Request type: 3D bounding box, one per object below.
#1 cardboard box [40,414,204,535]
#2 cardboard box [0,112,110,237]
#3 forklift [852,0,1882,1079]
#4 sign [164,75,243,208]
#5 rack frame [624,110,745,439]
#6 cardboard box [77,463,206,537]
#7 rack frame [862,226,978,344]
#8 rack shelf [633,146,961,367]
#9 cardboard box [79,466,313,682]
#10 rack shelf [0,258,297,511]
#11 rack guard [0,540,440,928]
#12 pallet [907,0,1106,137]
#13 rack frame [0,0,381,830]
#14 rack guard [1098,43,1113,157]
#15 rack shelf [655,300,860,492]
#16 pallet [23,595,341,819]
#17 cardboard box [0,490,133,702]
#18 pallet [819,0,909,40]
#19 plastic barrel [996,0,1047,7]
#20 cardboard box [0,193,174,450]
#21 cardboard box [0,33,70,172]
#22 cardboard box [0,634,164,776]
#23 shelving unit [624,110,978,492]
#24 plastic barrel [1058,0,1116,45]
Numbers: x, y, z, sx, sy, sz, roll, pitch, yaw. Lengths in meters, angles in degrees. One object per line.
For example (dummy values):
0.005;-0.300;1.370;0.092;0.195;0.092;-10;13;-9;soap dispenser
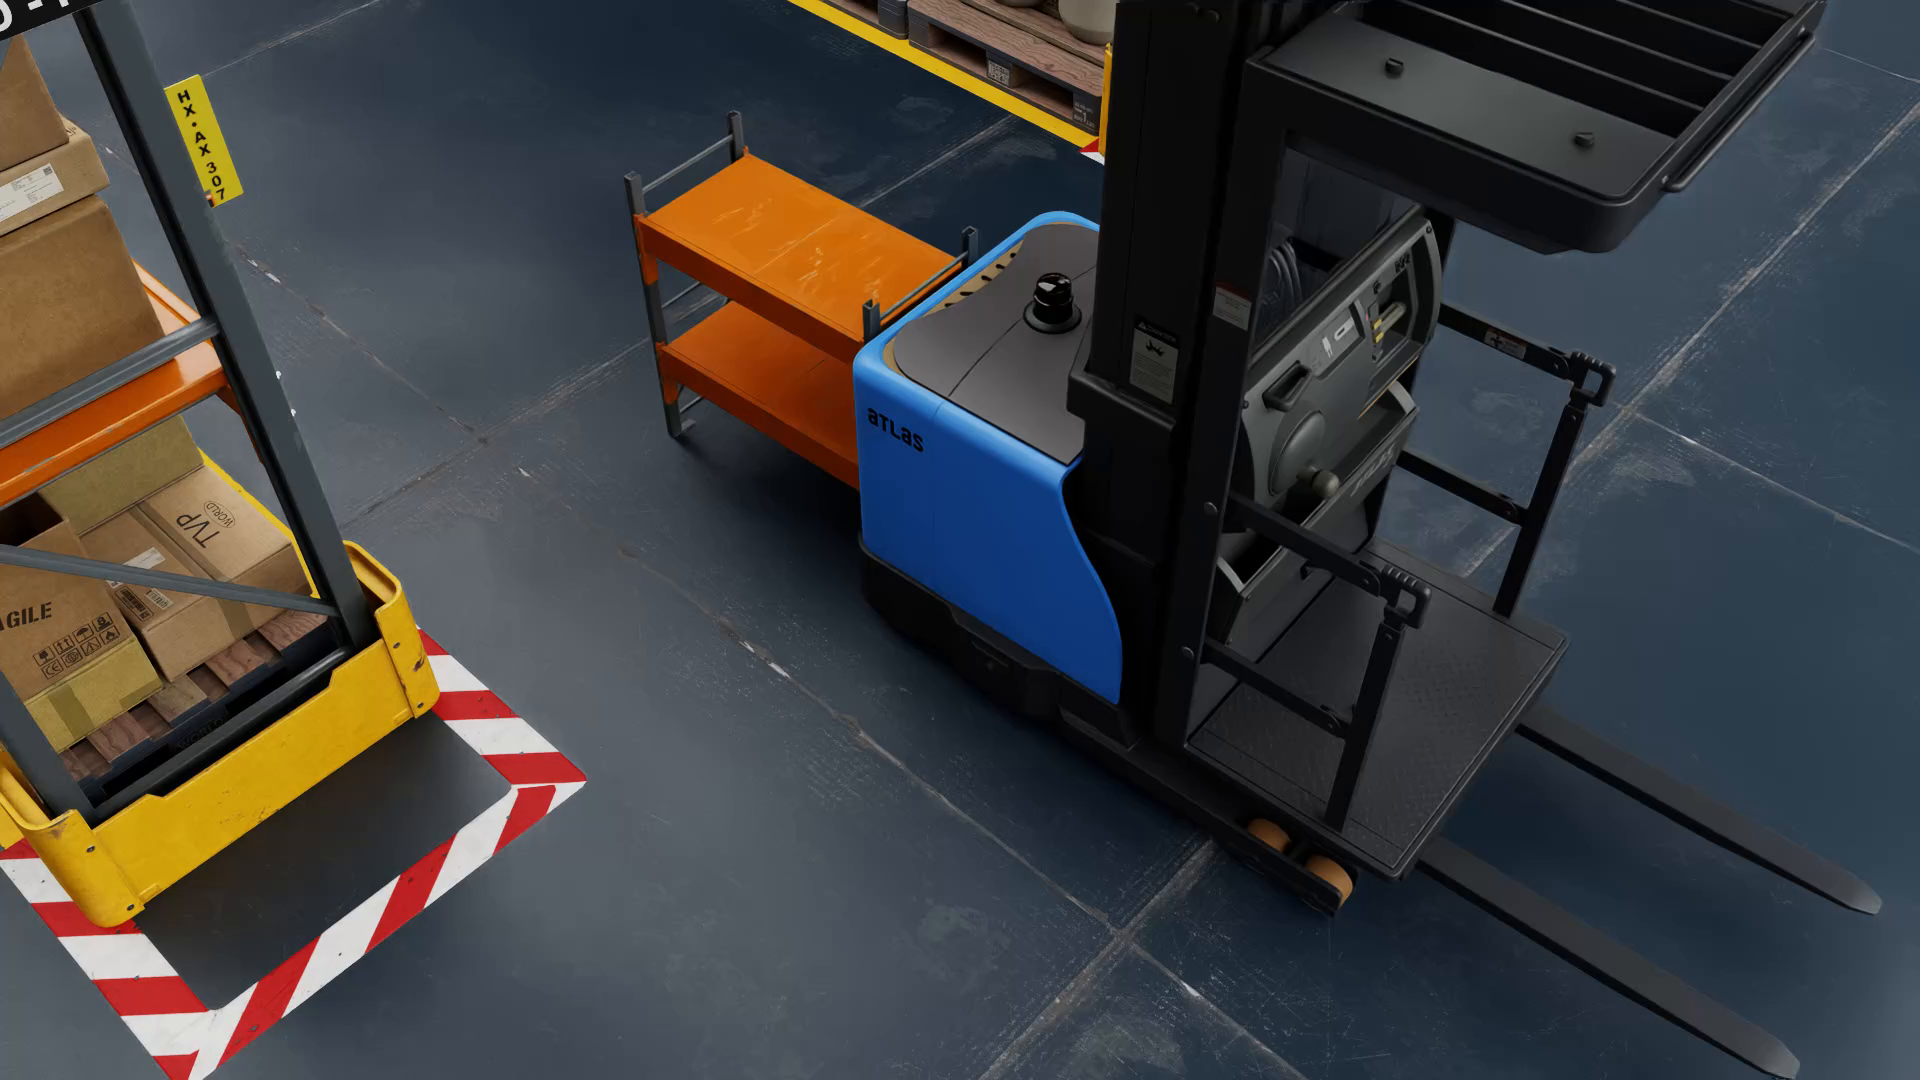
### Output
-2.779;-0.406;5.157;0.500;0.500;0.500;34;55;28;cardboard box
-2.309;-0.882;4.007;0.250;0.149;0.380;34;55;27;cardboard box
1.131;-0.384;4.100;3.031;2.935;1.130;31;54;26;forklift
-1.786;-0.934;3.921;0.005;0.325;0.100;34;55;28;sign
-0.901;-0.905;5.828;0.032;1.125;0.500;31;54;26;rack frame
-2.780;-0.149;5.430;0.500;0.250;0.500;34;55;28;cardboard box
-0.116;-0.434;5.386;0.032;1.125;0.500;31;54;26;rack frame
-0.508;-0.870;5.393;1.000;0.278;0.538;31;54;26;rack shelf
-2.410;0.097;5.200;0.500;0.250;0.500;34;55;28;cardboard box
-3.636;-1.059;5.180;4.000;0.370;1.077;34;55;28;rack shelf
-2.149;0.551;4.890;0.348;0.500;1.175;34;55;28;rack guard
0.514;-2.431;7.887;1.213;0.211;1.003;34;55;28;pallet
-2.167;-0.316;3.989;0.127;3.000;1.000;34;55;28;rack frame
1.108;-2.125;7.402;0.348;0.500;1.175;34;55;28;rack guard
-0.508;-0.502;5.785;1.000;0.278;0.538;31;54;26;rack shelf
-2.757;0.282;5.340;1.213;0.211;1.003;34;55;28;pallet
-2.763;0.119;4.665;0.500;0.500;0.500;34;55;28;cardboard box
-0.378;-3.034;8.454;1.213;0.211;1.003;34;55;28;pallet
0.292;-2.793;7.733;0.421;0.512;0.421;0;47;0;plastic barrel
-2.501;-0.588;4.176;0.500;0.500;0.700;34;55;28;cardboard box
-2.540;-1.058;3.728;0.500;0.500;0.700;34;55;28;cardboard box
-2.761;0.374;4.939;0.500;0.250;0.500;34;55;28;cardboard box
-0.508;-0.669;5.607;1.048;1.125;0.538;31;54;26;shelving unit
0.660;-2.545;7.500;0.421;0.512;0.421;0;47;0;plastic barrel
